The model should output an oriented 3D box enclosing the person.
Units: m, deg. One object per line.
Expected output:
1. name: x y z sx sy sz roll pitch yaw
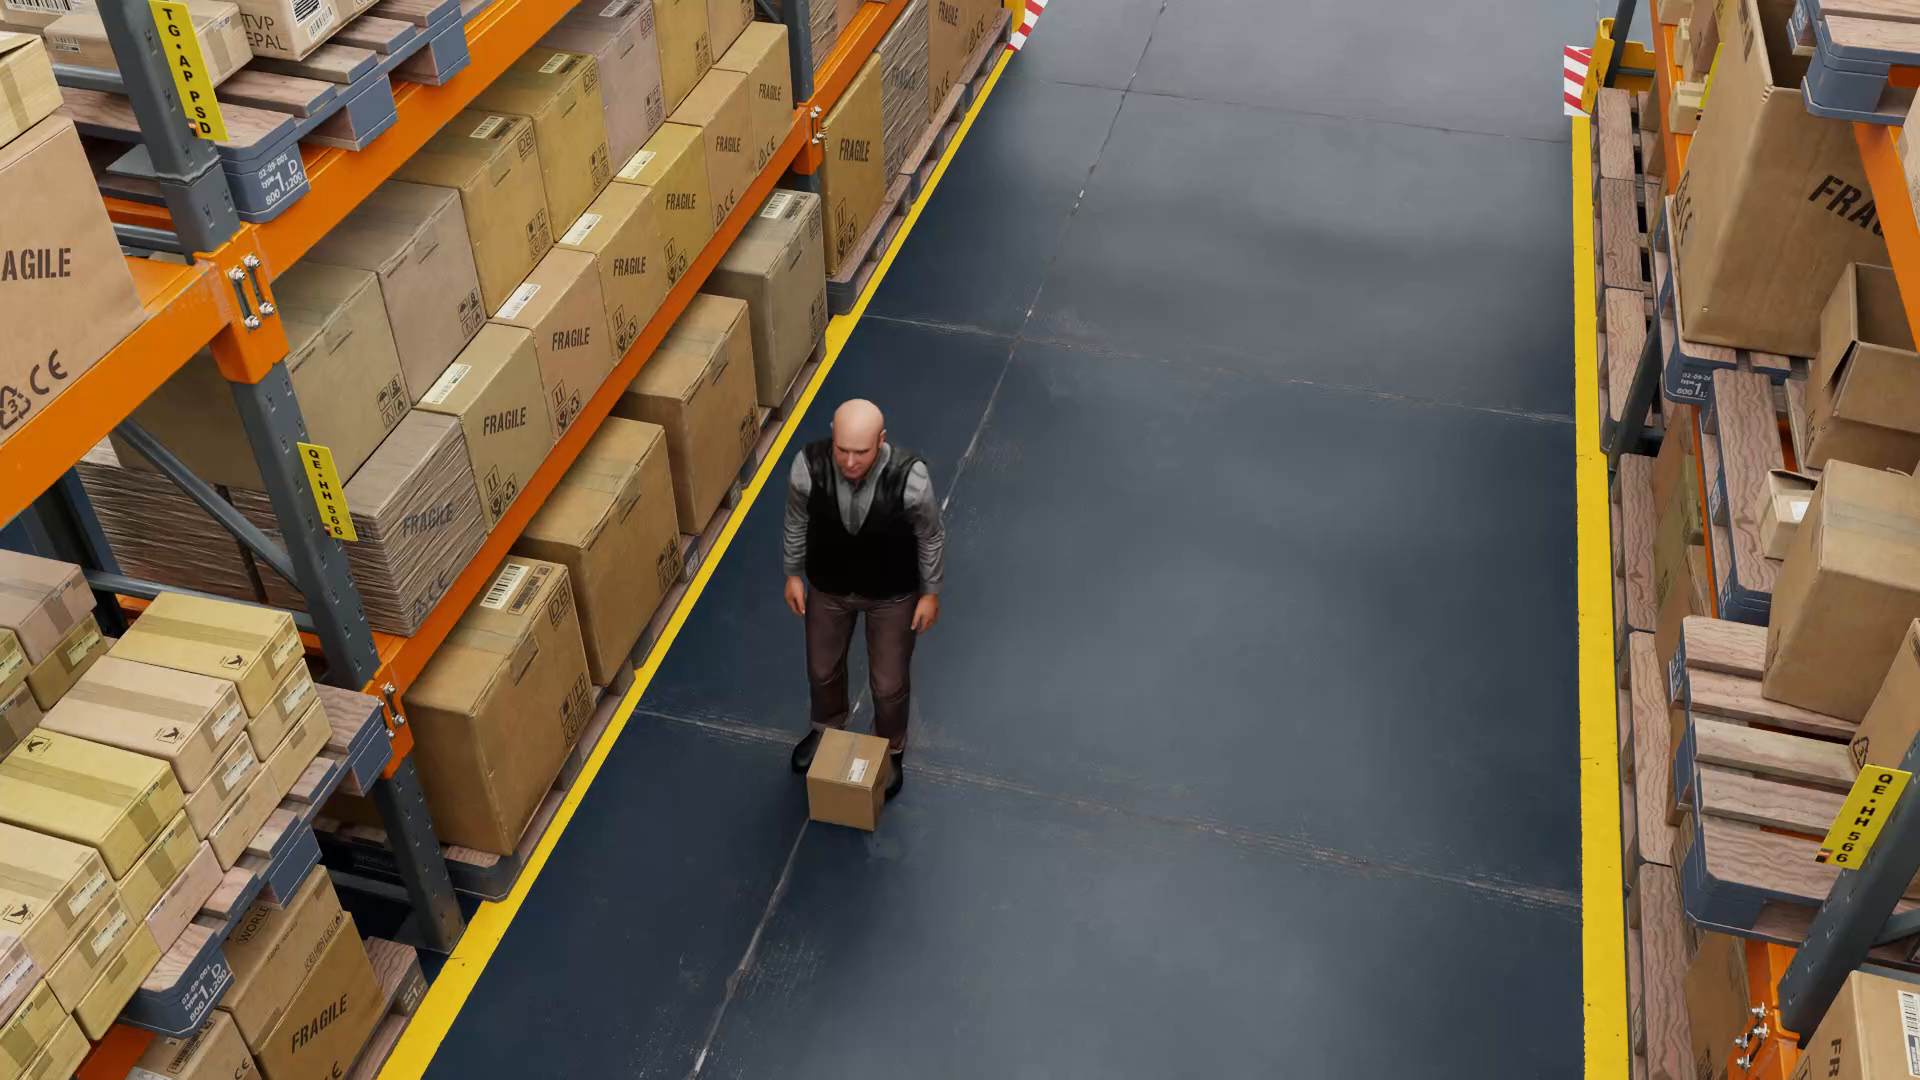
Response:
1. person: -0.350 0.181 5.966 0.588 1.720 0.475 8 41 9
